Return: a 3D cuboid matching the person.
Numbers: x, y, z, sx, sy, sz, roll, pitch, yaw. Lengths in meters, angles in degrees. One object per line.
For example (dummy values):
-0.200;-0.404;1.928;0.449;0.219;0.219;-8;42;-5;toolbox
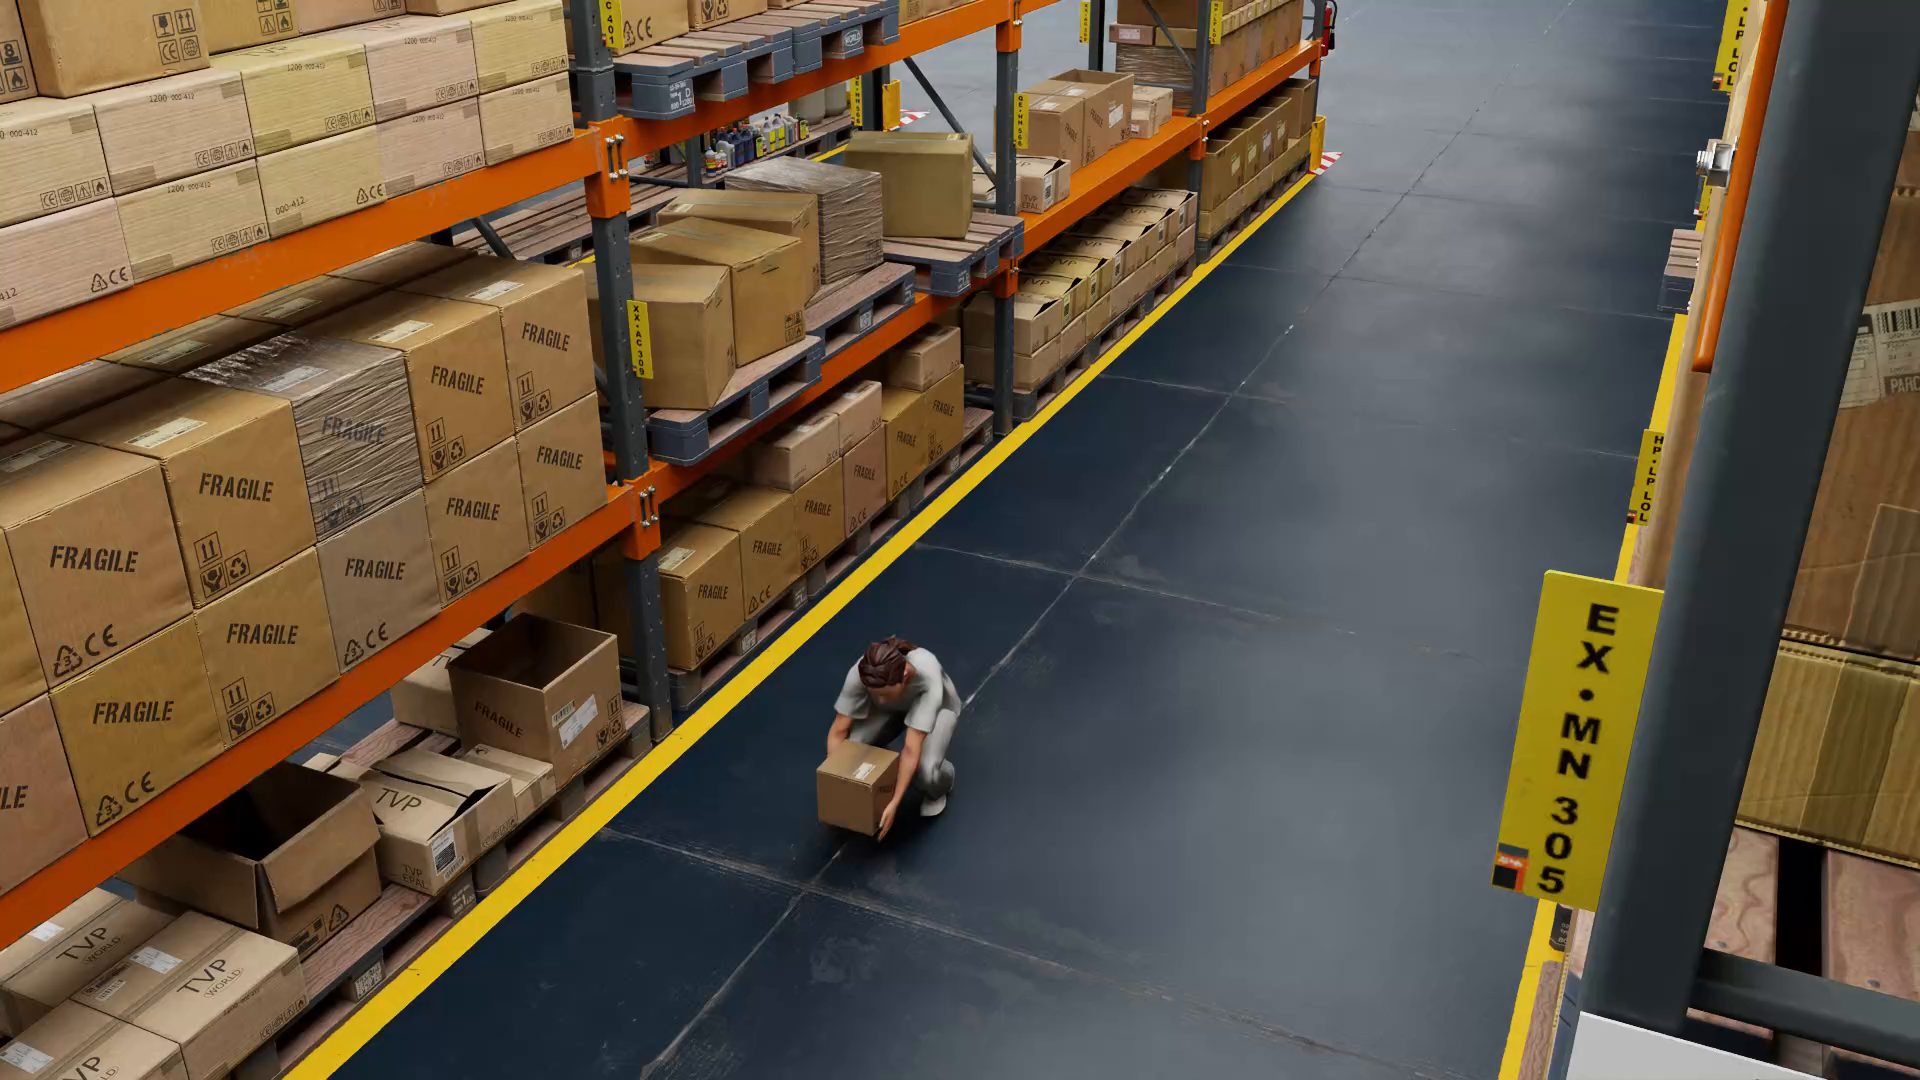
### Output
-0.263;0.750;6.932;0.467;0.943;0.807;11;28;21;person
